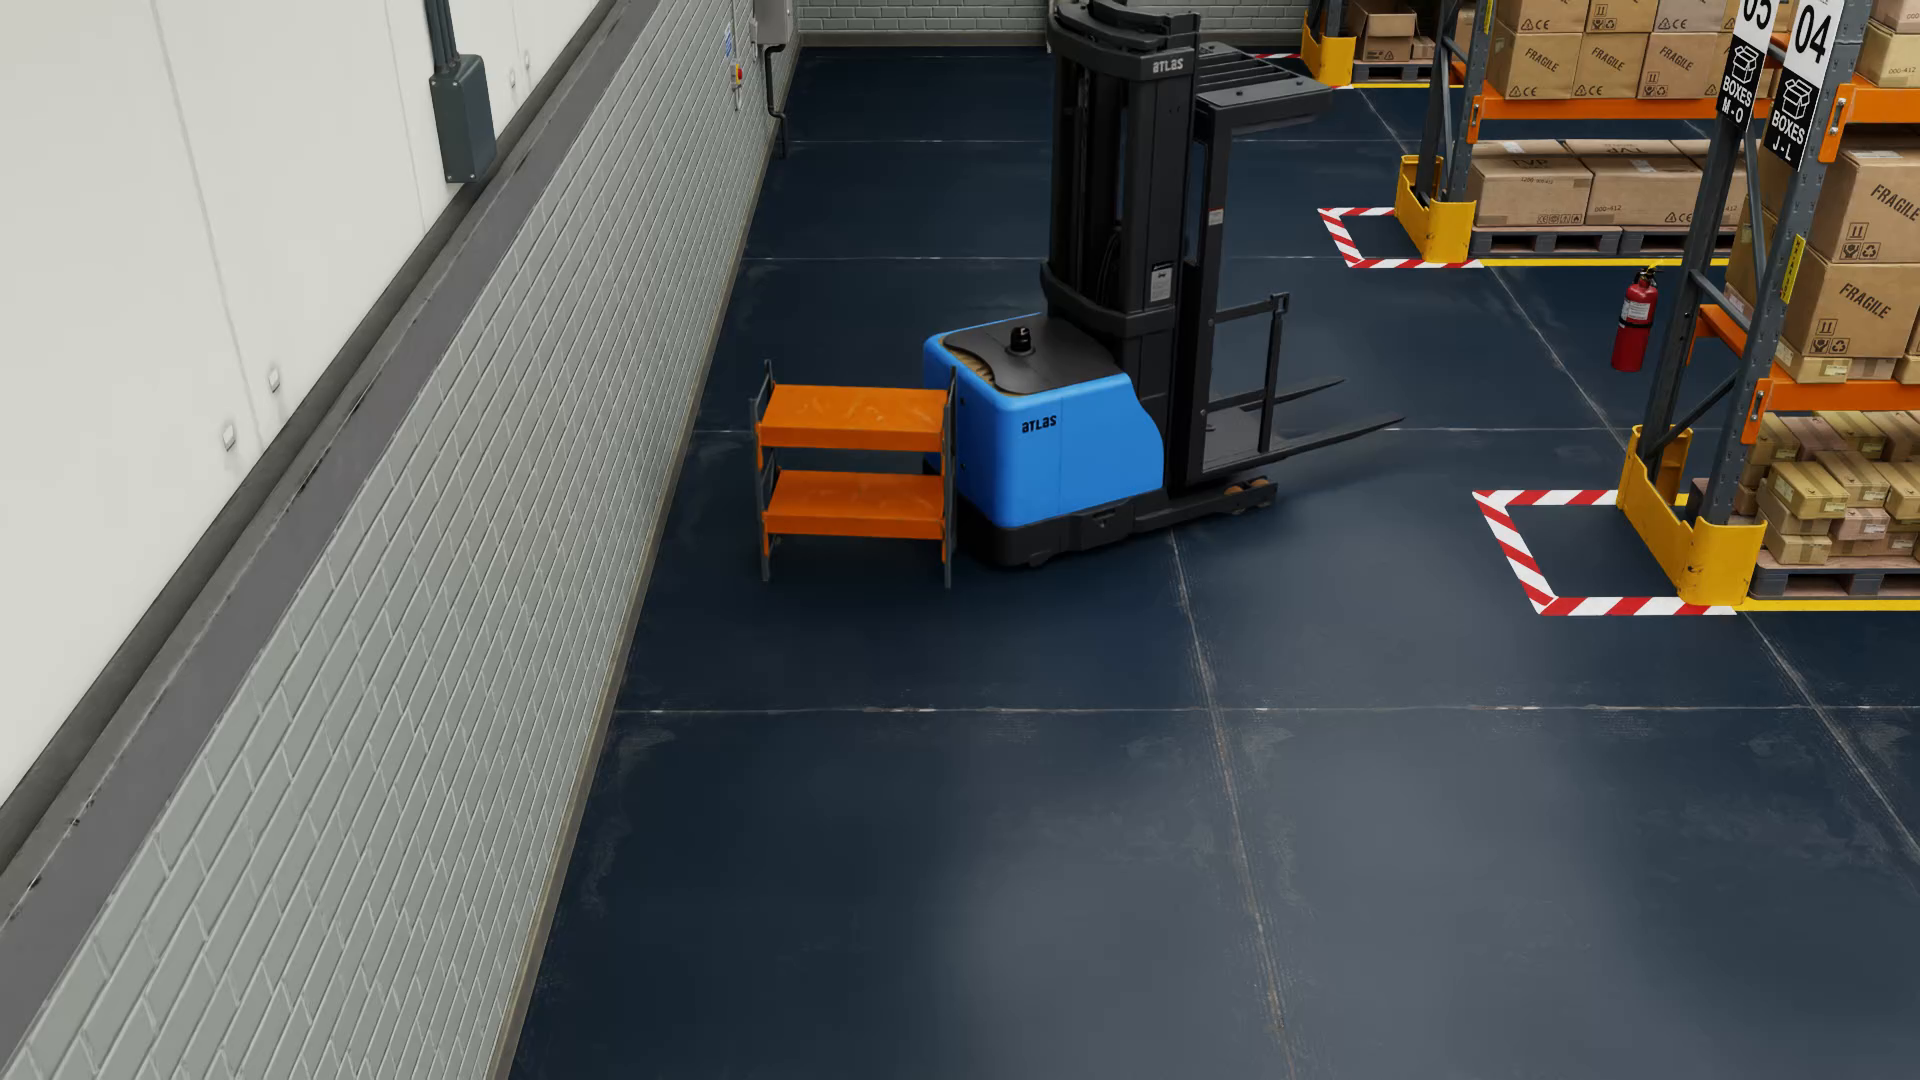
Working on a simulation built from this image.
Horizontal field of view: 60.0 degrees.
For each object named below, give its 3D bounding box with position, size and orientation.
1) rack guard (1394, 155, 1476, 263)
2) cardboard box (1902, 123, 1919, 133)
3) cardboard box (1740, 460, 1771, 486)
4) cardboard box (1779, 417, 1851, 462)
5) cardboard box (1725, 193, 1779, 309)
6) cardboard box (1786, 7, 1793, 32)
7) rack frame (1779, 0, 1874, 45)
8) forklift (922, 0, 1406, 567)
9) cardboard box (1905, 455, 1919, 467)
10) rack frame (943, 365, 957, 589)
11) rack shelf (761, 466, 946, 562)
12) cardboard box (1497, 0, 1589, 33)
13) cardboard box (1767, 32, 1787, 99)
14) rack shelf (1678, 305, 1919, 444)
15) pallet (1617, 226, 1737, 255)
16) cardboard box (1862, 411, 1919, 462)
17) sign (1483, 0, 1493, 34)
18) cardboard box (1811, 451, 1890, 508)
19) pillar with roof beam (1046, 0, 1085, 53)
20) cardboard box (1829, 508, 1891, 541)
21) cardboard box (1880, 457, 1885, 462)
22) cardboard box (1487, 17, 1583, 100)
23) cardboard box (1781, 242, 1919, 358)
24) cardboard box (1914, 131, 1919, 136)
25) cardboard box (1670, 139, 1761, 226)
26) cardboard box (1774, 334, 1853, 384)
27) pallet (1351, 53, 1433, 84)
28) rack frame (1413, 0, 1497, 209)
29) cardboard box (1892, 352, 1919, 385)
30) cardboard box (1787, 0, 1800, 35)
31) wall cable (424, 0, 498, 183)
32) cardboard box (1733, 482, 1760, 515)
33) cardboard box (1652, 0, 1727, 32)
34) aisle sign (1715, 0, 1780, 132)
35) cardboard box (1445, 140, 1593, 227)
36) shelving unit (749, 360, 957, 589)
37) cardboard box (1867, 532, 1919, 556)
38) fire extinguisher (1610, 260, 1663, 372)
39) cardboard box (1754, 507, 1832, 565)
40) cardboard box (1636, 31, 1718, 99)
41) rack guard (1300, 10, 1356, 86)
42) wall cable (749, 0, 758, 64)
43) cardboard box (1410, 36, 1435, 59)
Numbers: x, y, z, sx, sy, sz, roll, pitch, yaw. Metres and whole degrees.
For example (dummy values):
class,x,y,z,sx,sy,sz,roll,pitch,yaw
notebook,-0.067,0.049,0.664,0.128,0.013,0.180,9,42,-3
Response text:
class,x,y,z,sx,sy,sz,roll,pitch,yaw
rack guard,3.886,-2.727,13.652,0.348,0.500,1.175,0,31,0
cardboard box,5.003,-1.958,8.627,0.500,0.500,0.500,-1,31,-2
cardboard box,4.567,-0.466,9.572,0.250,0.149,0.380,-1,31,-2
cardboard box,4.820,-0.548,9.420,0.250,0.149,0.380,0,31,1
cardboard box,4.488,-1.533,8.891,0.500,0.500,0.500,0,31,1
cardboard box,6.423,-4.130,12.494,0.500,0.500,0.500,0,31,0
rack frame,4.041,-3.793,7.216,0.127,3.000,1.000,0,31,0
forklift,1.324,-1.631,9.501,3.031,2.935,1.130,-15,34,-23
cardboard box,5.342,-0.310,9.029,0.250,0.149,0.380,-2,31,-3
rack frame,-0.053,-0.339,9.113,0.032,1.125,0.500,2,31,4
rack shelf,-0.560,-0.149,9.272,1.000,0.278,0.538,2,31,4
cardboard box,4.391,-4.120,12.477,0.500,0.500,0.500,-1,31,-1
cardboard box,6.430,-3.703,12.755,0.500,0.500,0.500,-1,31,-1
rack shelf,6.041,-0.927,8.969,4.000,0.370,1.077,0,31,0
pallet,5.926,-2.649,13.802,1.213,0.211,1.003,0,31,0
cardboard box,5.338,-0.582,9.477,0.250,0.149,0.380,-1,31,-2
sign,3.907,-3.912,12.284,0.005,0.325,0.100,0,31,0
cardboard box,4.842,-0.332,9.065,0.250,0.149,0.380,0,31,1
pillar with roof beam,1.200,-7.161,12.767,0.400,9.000,9.100,0,31,0
cardboard box,4.840,-0.156,9.062,0.250,0.149,0.380,0,31,-1
cardboard box,5.356,-0.416,9.490,0.250,0.149,0.380,-1,31,-1
cardboard box,4.391,-3.691,12.734,0.500,0.500,0.500,0,31,-1
cardboard box,4.491,-1.256,8.435,0.500,0.500,0.500,1,31,2
cardboard box,4.996,-1.694,8.193,0.500,0.500,0.500,1,31,1
cardboard box,6.386,-2.943,13.663,0.875,0.438,0.875,-1,31,-2
cardboard box,4.366,-0.952,8.559,0.250,0.149,0.380,0,31,-1
pallet,4.749,-5.181,17.976,1.213,0.211,1.003,0,31,0
rack frame,3.910,-3.796,13.003,0.127,3.000,1.000,0,31,0
cardboard box,4.890,-0.947,8.551,0.250,0.149,0.380,-1,31,-2
cardboard box,4.494,-2.585,8.261,0.500,0.250,0.500,-1,31,-1
wall cable,-1.706,-4.366,5.058,0.120,5.999,2.277,0,31,0
cardboard box,4.566,-0.299,9.584,0.250,0.149,0.380,0,31,1
cardboard box,5.423,-4.131,12.495,0.500,0.500,0.500,0,31,-1
aisle sign,3.966,-2.495,8.354,0.004,0.787,0.394,0,31,0
cardboard box,4.569,-2.934,13.648,0.875,0.438,0.875,-1,31,-2
shelving unit,-0.560,-0.358,9.145,1.048,1.125,0.538,2,31,4
cardboard box,5.076,-0.072,9.210,0.250,0.149,0.380,0,31,0
fire extinguisher,3.786,-1.274,9.282,0.183,0.674,0.296,0,31,0
cardboard box,4.566,-0.025,9.132,0.250,0.149,0.380,0,31,1
cardboard box,5.406,-3.699,12.748,0.500,0.500,0.500,0,31,-1
rack guard,3.952,-5.302,17.896,0.348,0.500,1.175,0,31,0
wall cable,-1.749,-4.936,13.903,0.122,1.984,0.588,0,31,0
cardboard box,4.913,-5.265,17.769,0.250,0.149,0.380,-1,31,-2
